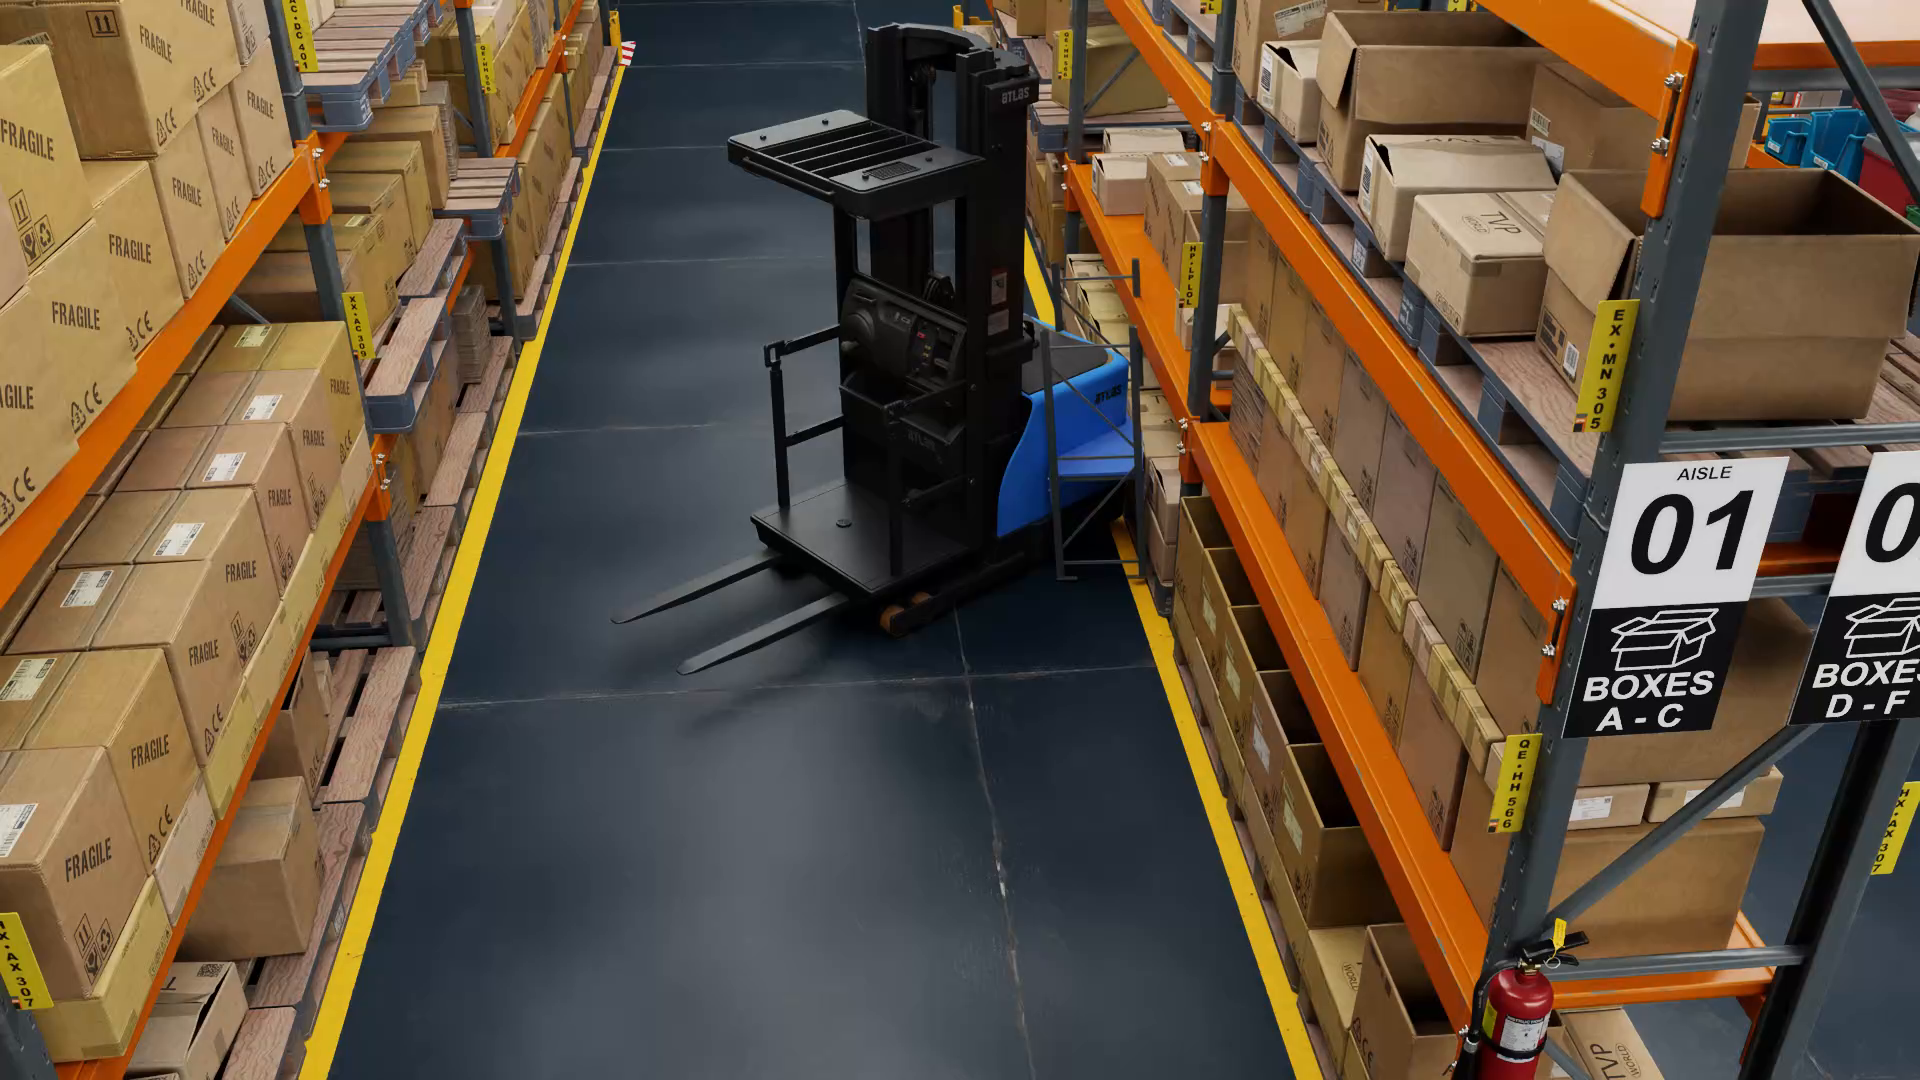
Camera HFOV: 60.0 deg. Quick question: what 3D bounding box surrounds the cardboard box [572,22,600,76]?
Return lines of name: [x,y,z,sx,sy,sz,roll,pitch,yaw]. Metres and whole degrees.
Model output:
cardboard box: [-4.208,-5.205,17.566,0.700,0.500,0.500,-3,31,-5]

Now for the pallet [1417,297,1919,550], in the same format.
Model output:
pallet: [1.967,-0.388,4.635,1.003,0.211,1.213,-3,31,-5]

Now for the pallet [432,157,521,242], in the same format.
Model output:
pallet: [-3.500,-2.180,10.662,1.213,0.211,1.003,-3,31,-5]

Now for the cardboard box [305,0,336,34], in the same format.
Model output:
cardboard box: [-3.327,-2.606,7.940,0.500,0.311,0.500,-2,31,-3]

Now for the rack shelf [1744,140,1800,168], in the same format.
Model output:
rack shelf: [6.378,-1.766,10.483,1.077,0.370,4.000,-3,31,-5]

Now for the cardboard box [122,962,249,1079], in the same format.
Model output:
cardboard box: [-2.953,1.780,6.037,0.500,0.311,0.500,0,31,0]

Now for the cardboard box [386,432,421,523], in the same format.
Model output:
cardboard box: [-3.482,-0.331,9.388,0.700,0.500,0.500,-3,31,-6]

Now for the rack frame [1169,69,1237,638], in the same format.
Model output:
rack frame: [1.633,-0.818,8.194,1.000,3.000,0.127,-3,31,-5]

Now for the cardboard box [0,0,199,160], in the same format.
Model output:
cardboard box: [-2.861,-1.559,5.418,0.500,0.500,0.500,-4,31,-6]

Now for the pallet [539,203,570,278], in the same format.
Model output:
pallet: [-3.782,-2.451,13.648,1.003,0.211,1.213,-3,31,-5]

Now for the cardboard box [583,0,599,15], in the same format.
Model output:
cardboard box: [-4.061,-5.682,17.733,0.380,0.149,0.250,-3,31,-5]

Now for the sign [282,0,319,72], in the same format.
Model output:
sign: [-2.759,-2.118,6.942,0.100,0.325,0.005,-3,31,-5]

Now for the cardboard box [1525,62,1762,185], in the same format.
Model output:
cardboard box: [2.124,-1.208,5.278,0.500,0.500,0.500,-3,31,-5]

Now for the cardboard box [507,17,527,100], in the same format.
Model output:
cardboard box: [-3.548,-3.582,12.414,0.500,0.500,0.500,-3,31,-5]

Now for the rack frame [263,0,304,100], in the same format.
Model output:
rack frame: [-3.298,-3.154,6.256,1.000,3.000,0.127,-3,31,-5]

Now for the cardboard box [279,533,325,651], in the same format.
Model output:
cardboard box: [-2.852,0.215,6.591,0.500,0.250,0.500,-3,31,-5]

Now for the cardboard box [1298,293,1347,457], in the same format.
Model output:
cardboard box: [1.776,-0.678,6.597,0.700,0.500,0.500,-3,31,-5]

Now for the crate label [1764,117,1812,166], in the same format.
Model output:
crate label: [5.858,-2.791,11.660,0.303,0.233,0.416,-3,31,-5]

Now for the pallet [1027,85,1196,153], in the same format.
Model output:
pallet: [1.126,-3.121,12.236,1.213,0.211,1.003,-3,31,-5]

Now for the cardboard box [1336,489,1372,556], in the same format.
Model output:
cardboard box: [1.634,-0.075,6.220,0.380,0.149,0.250,-3,31,-5]

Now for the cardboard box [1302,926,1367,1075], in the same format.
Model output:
cardboard box: [1.604,1.710,6.234,0.500,0.250,0.500,-3,31,-5]

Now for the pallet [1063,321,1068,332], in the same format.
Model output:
pallet: [1.298,-1.241,11.622,1.003,0.211,1.213,-3,31,-5]

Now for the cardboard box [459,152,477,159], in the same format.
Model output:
cardboard box: [-3.472,-2.701,11.572,0.380,0.149,0.250,-3,31,-5]

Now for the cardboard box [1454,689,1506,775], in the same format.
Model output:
cardboard box: [1.756,0.583,5.118,0.380,0.149,0.250,-2,31,-3]

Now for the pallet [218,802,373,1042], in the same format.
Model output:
pallet: [-3.083,1.584,6.893,1.003,0.211,1.213,-3,31,-5]

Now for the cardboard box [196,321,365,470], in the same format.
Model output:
cardboard box: [-2.946,-0.618,7.256,0.500,0.500,0.500,-3,31,-5]

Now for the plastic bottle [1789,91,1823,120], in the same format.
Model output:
plastic bottle: [6.321,-3.272,12.423,0.152,0.276,0.135,-3,31,-5]

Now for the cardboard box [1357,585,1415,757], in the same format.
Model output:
cardboard box: [1.882,0.421,6.023,0.700,0.500,0.500,-3,31,-4]

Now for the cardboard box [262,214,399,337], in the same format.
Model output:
cardboard box: [-3.357,-1.358,8.571,0.700,0.500,0.500,0,31,1]

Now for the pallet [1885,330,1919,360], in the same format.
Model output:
pallet: [6.225,-1.501,12.057,1.003,0.211,1.213,-3,31,-5]

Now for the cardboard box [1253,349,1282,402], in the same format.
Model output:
cardboard box: [1.515,-0.733,7.322,0.380,0.149,0.250,-4,31,-6]

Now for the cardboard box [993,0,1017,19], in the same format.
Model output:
cardboard box: [0.707,-4.873,14.476,0.700,0.500,0.500,-13,33,-21]

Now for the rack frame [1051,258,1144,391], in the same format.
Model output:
rack frame: [0.836,-0.937,9.843,0.500,1.500,0.032,-1,29,8]

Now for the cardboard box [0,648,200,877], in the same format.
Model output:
cardboard box: [-2.706,0.686,5.071,0.500,0.500,0.500,-3,31,-4]

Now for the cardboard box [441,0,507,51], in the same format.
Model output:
cardboard box: [-3.509,-3.641,11.782,0.500,0.250,0.500,-3,31,-5]

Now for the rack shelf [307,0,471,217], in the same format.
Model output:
rack shelf: [-3.485,-2.579,8.919,1.077,0.370,4.000,-3,31,-5]

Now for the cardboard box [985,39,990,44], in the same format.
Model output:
cardboard box: [0.374,-5.151,17.702,0.500,0.250,0.500,-3,31,-5]

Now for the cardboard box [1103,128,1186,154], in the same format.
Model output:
cardboard box: [1.250,-2.634,11.322,0.500,0.311,0.500,-1,31,-1]

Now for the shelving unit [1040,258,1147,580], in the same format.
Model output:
shelving unit: [0.783,-0.689,9.403,0.538,1.500,1.048,-1,29,8]

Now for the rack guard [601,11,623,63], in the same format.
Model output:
rack guard: [-4.422,-5.645,18.713,1.175,0.500,0.348,-3,31,-5]

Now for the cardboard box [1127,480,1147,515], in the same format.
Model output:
cardboard box: [1.260,-0.274,9.556,0.500,0.250,0.500,-3,31,-5]

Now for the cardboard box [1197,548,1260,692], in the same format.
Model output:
cardboard box: [1.419,0.367,7.751,0.500,0.500,0.500,-3,31,-5]

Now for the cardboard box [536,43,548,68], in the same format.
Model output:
cardboard box: [-3.623,-4.011,13.765,0.380,0.149,0.250,-3,31,-5]

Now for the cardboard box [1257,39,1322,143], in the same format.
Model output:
cardboard box: [1.468,-1.763,6.391,0.500,0.311,0.500,-4,31,-7]

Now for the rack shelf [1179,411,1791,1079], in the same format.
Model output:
rack shelf: [1.820,0.512,6.669,1.077,0.370,4.000,-3,31,-5]

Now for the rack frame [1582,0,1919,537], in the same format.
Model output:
rack frame: [2.007,-1.351,3.237,1.000,3.000,0.127,-3,31,-5]

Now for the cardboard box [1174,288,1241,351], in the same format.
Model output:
cardboard box: [1.368,-1.200,8.966,0.396,0.266,0.258,-3,31,-6]

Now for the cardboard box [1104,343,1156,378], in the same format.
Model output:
cardboard box: [1.167,-1.029,10.272,0.500,0.311,0.500,-3,31,-5]

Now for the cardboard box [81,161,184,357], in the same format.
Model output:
cardboard box: [-2.845,-0.872,5.242,0.500,0.500,0.500,-1,31,-2]

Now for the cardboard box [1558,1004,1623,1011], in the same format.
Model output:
cardboard box: [2.130,1.363,6.084,0.500,0.500,0.500,-3,31,-5]

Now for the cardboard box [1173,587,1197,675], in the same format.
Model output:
cardboard box: [1.375,0.433,8.371,0.500,0.250,0.500,-3,31,-5]

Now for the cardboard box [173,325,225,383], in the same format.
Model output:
cardboard box: [-3.463,-0.595,7.216,0.500,0.500,0.500,-3,31,-6]

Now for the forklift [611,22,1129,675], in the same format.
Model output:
forklift: [-0.465,-1.046,8.643,3.031,2.935,1.130,-25,39,-35]

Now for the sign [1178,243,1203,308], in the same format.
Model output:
sign: [1.094,-1.250,7.866,0.100,0.325,0.005,-3,31,-5]

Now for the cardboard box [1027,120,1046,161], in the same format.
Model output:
cardboard box: [0.829,-3.315,13.652,0.500,0.250,0.500,-3,31,-6]
